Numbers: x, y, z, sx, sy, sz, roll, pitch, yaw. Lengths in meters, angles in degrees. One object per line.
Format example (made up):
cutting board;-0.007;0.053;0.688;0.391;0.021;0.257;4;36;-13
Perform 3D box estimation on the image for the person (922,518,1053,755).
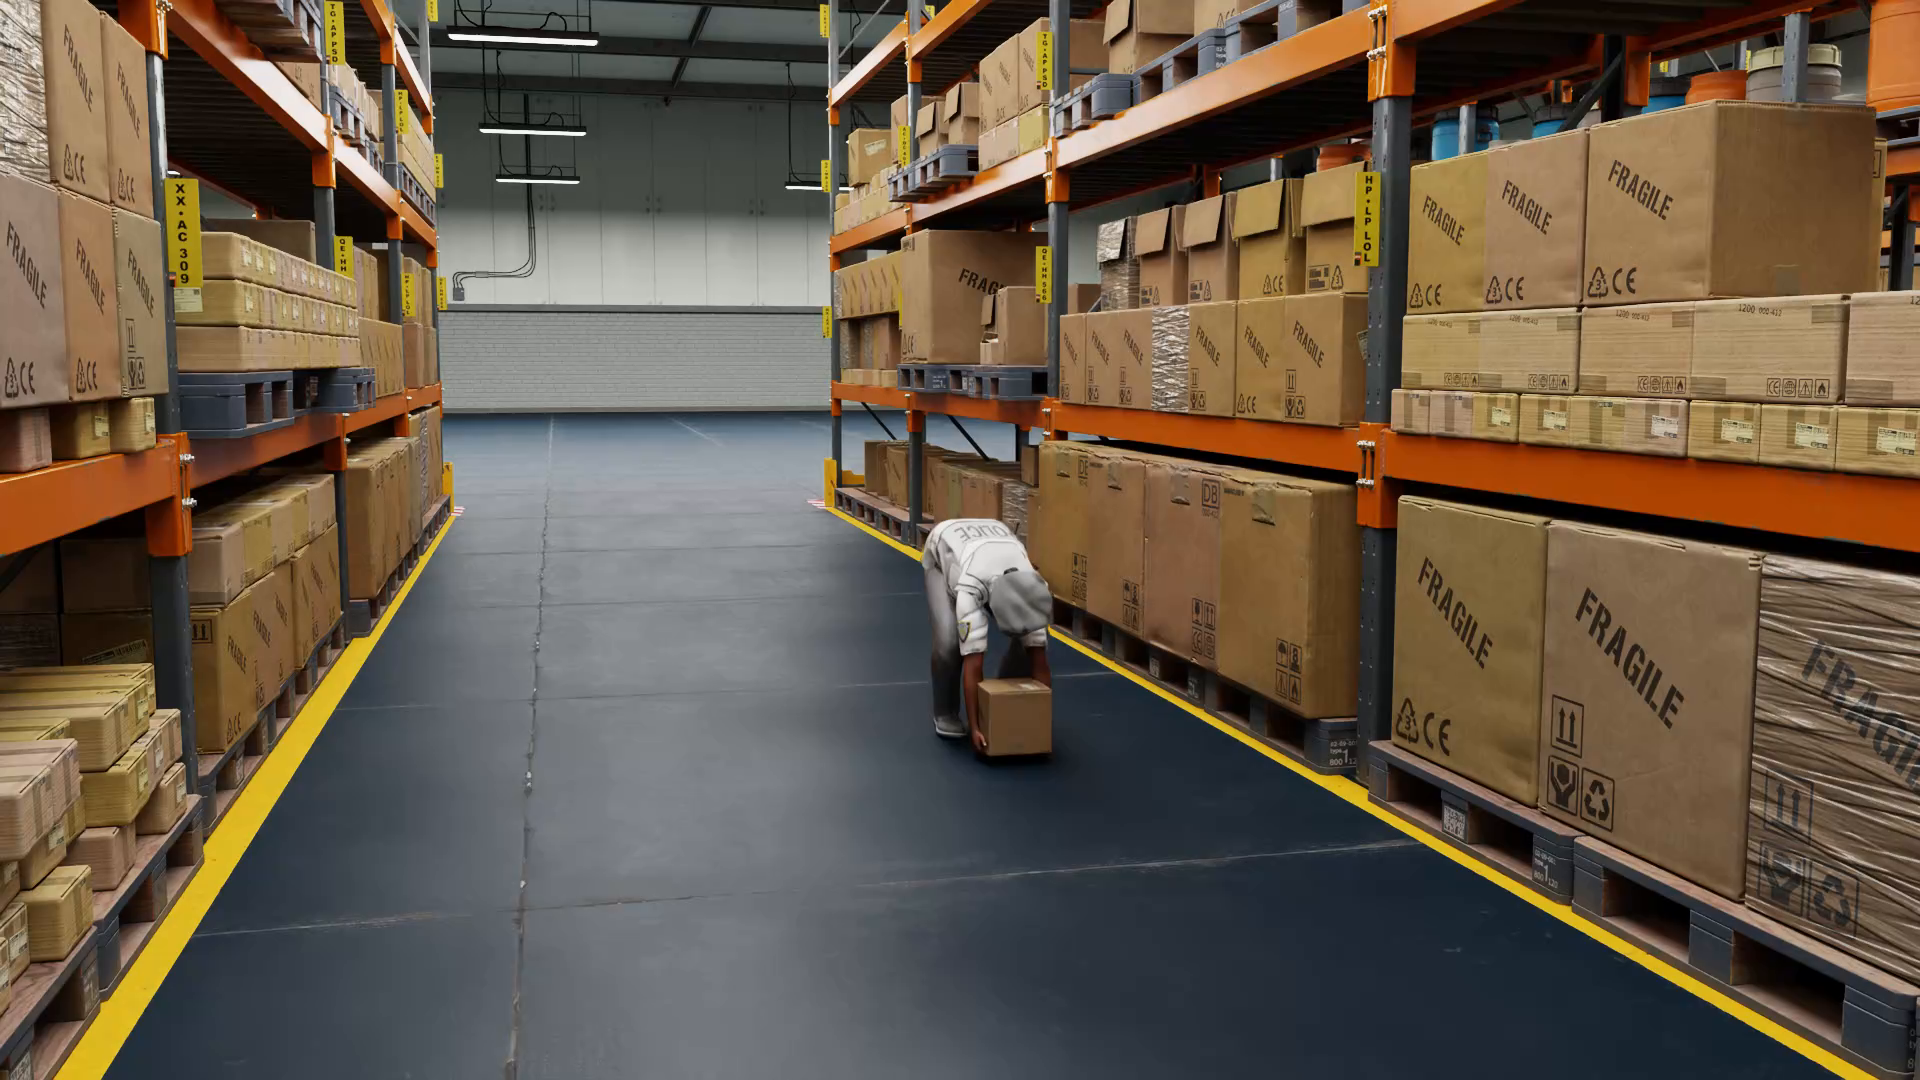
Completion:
person;0.125;0.379;6.766;0.466;0.894;0.903;-2;6;-16
